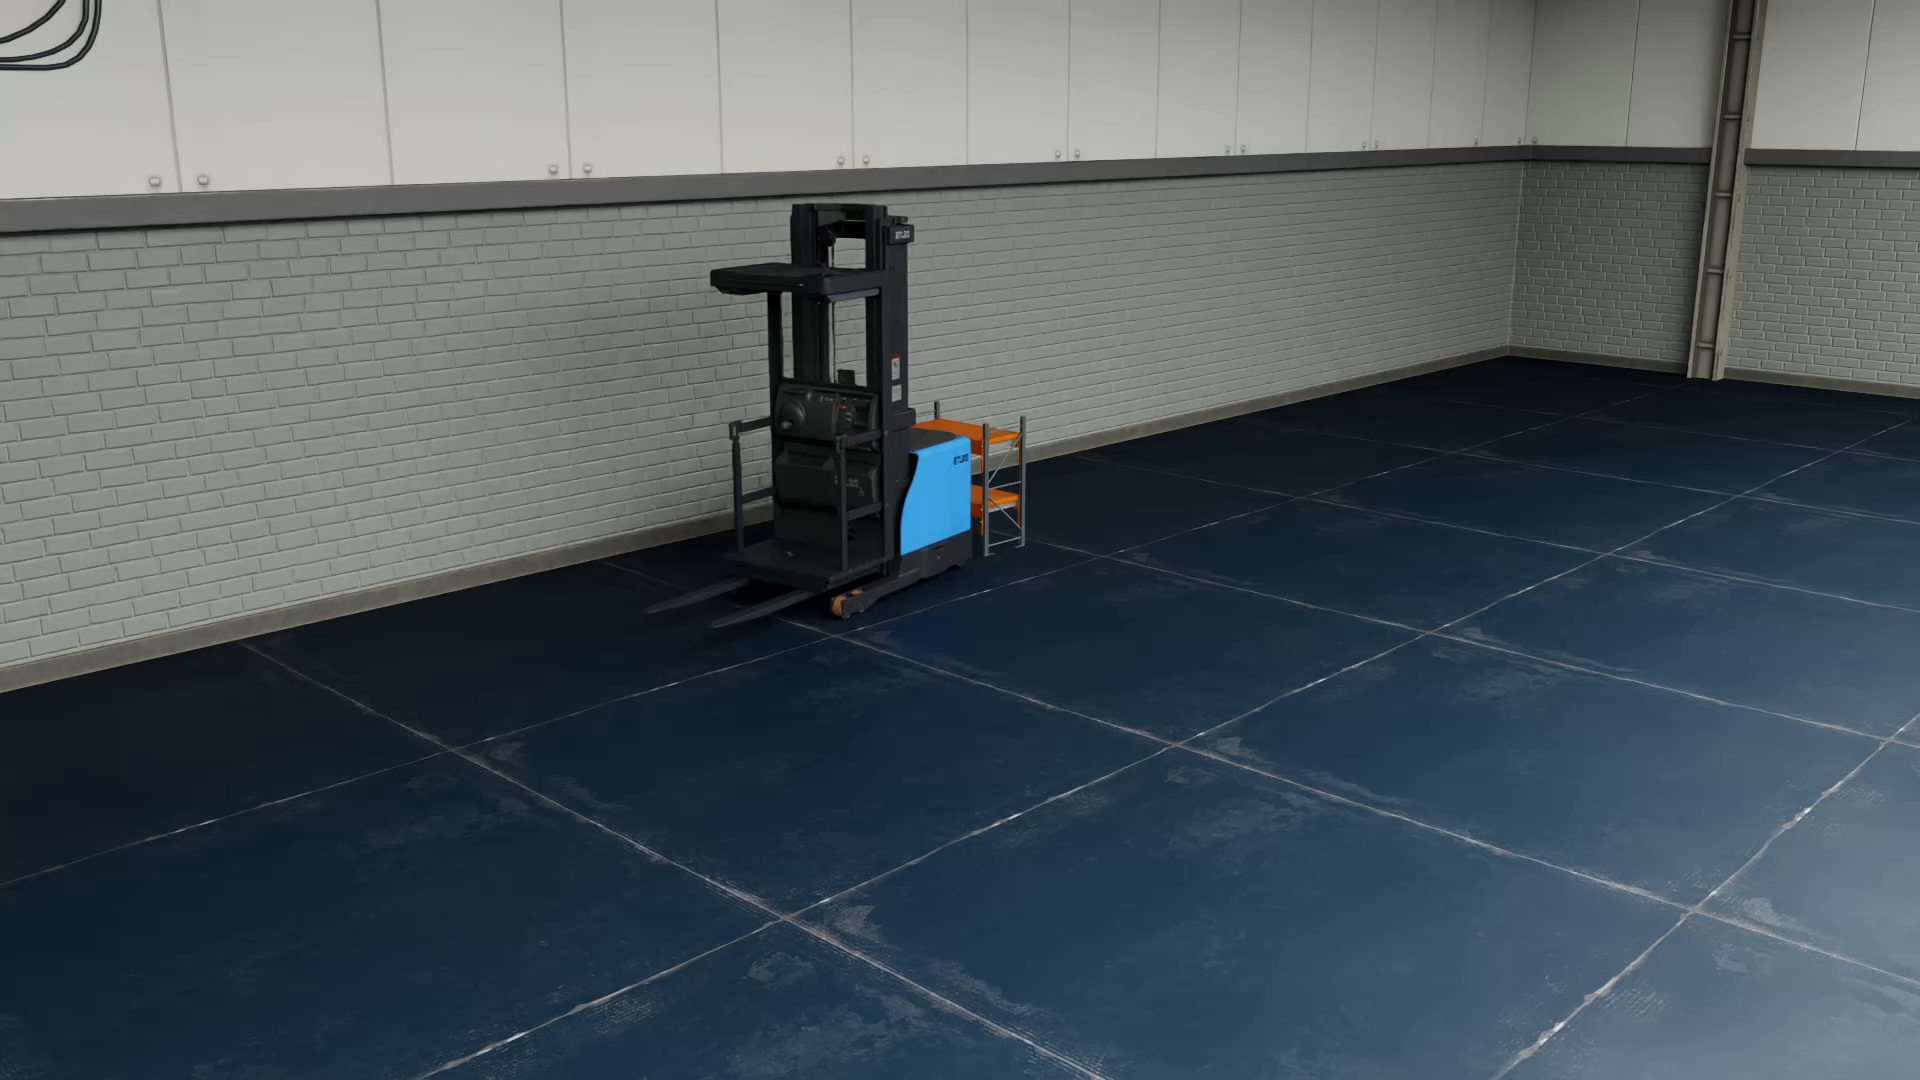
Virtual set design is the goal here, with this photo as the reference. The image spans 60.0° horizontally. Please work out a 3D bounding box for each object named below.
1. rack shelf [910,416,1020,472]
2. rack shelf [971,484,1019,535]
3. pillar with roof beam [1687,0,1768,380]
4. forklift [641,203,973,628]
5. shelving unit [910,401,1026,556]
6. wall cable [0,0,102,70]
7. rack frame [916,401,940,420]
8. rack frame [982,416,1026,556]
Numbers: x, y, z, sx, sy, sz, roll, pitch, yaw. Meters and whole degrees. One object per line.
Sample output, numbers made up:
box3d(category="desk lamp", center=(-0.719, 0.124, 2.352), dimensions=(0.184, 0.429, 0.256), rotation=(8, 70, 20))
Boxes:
box3d(category="rack shelf", center=(0.005, -0.826, 14.212), dimensions=(1.000, 0.278, 0.538), rotation=(14, 20, 42))
box3d(category="rack shelf", center=(0.005, -0.307, 14.347), dimensions=(1.000, 0.278, 0.538), rotation=(14, 20, 42))
box3d(category="pillar with roof beam", center=(7.355, -5.827, 18.948), dimensions=(0.400, 9.000, 9.100), rotation=(14, 20, 42))
box3d(category="forklift", center=(-1.123, -0.975, 12.360), dimensions=(1.130, 2.935, 3.031), rotation=(9, 17, 32))
box3d(category="shelving unit", center=(0.005, -0.543, 14.286), dimensions=(1.048, 1.125, 0.538), rotation=(14, 20, 42))
box3d(category="wall cable", center=(-6.123, -5.012, 9.077), dimensions=(0.169, 6.003, 2.305), rotation=(14, 20, 42))
box3d(category="rack frame", center=(-0.361, -0.632, 14.627), dimensions=(0.032, 1.125, 0.500), rotation=(14, 20, 42))
box3d(category="rack frame", center=(0.371, -0.454, 13.944), dimensions=(0.032, 1.125, 0.500), rotation=(14, 20, 42))
